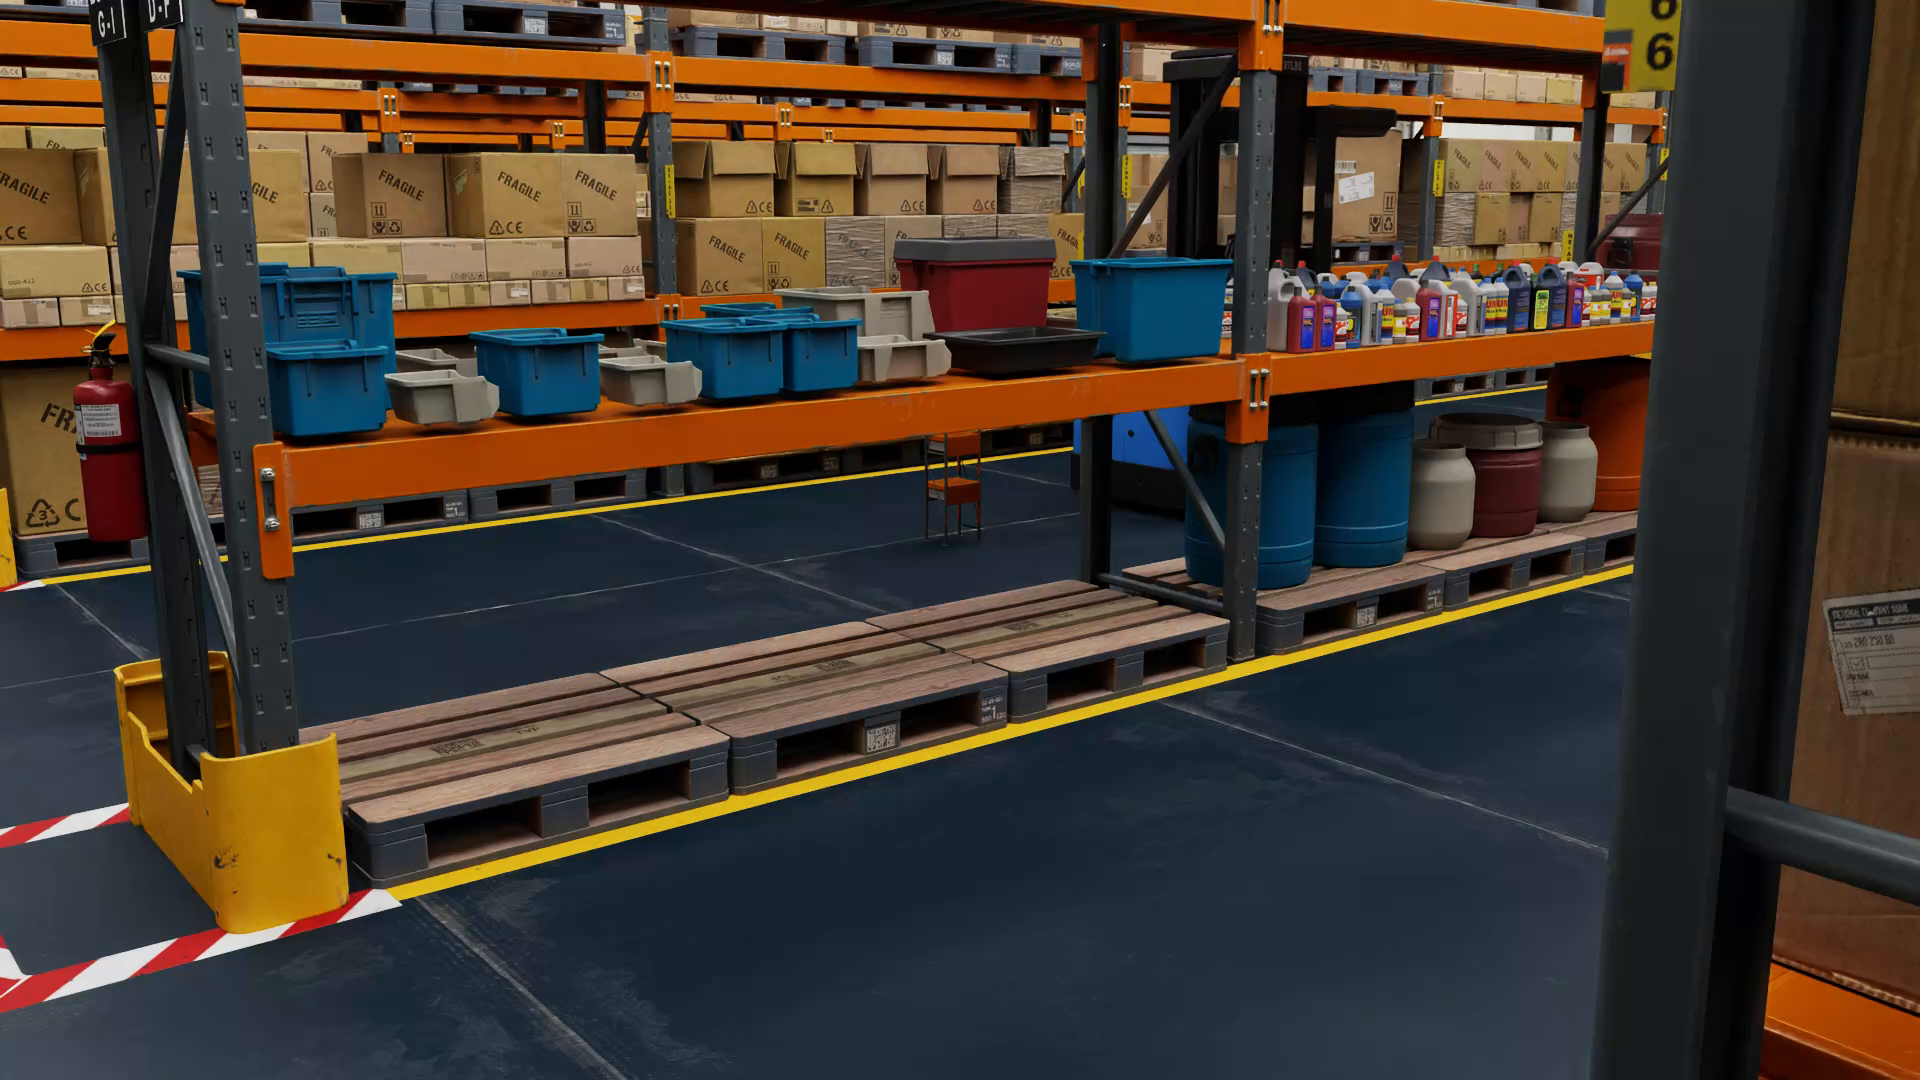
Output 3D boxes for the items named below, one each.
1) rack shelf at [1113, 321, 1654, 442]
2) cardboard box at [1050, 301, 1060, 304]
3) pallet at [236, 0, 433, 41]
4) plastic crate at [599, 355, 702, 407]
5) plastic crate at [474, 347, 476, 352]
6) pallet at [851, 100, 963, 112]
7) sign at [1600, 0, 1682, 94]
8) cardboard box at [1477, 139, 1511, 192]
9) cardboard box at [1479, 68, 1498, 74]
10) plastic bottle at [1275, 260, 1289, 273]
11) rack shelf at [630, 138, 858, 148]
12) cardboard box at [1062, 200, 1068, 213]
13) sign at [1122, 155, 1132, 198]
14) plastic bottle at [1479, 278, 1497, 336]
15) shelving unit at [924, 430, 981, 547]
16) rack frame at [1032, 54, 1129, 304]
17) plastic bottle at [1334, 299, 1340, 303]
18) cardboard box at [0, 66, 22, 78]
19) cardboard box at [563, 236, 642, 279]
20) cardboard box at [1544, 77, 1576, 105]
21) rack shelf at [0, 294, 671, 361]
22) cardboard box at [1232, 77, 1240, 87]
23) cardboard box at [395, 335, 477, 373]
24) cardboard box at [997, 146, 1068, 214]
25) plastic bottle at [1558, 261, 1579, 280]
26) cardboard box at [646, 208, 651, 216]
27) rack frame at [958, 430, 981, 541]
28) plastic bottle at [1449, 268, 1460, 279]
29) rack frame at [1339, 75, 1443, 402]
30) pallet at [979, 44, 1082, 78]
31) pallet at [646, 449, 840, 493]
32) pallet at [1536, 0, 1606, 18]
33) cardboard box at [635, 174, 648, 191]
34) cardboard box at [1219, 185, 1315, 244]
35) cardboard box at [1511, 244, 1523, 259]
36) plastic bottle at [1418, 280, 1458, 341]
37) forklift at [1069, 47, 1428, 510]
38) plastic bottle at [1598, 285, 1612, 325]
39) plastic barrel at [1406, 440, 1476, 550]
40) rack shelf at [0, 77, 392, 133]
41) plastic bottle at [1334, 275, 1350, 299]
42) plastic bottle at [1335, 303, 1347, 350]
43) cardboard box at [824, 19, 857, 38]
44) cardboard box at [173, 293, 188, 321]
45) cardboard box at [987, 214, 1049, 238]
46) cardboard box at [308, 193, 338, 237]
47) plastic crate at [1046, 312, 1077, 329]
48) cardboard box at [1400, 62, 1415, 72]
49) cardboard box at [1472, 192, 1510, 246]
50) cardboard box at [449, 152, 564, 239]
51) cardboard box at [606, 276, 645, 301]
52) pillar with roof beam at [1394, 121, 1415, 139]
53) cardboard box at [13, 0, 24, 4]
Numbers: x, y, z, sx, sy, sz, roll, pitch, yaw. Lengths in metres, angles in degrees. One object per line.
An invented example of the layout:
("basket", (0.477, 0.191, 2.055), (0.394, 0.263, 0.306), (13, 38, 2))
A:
("rack shelf", (2.479, -0.932, 8.528), (4.000, 0.370, 1.077), (-9, 15, -38))
("cardboard box", (0.621, -2.693, 19.495), (0.750, 0.750, 1.050), (-10, 15, -38))
("pallet", (-3.775, -2.990, 9.479), (1.213, 0.211, 1.003), (-9, 15, -38))
("plastic crate", (-0.976, -0.501, 5.255), (0.298, 0.136, 0.250), (-9, 15, -38))
("plastic crate", (-1.448, -0.576, 5.611), (0.243, 0.136, 0.396), (-9, 15, -38))
("pallet", (-0.732, -4.777, 18.137), (1.213, 0.211, 1.003), (-9, 15, -35))
("sign", (0.554, -0.515, 1.284), (0.005, 0.325, 0.100), (-9, 15, -38))
("cardboard box", (4.969, -3.632, 16.145), (0.500, 0.500, 0.500), (-9, 15, -38))
("cardboard box", (4.907, -4.524, 15.894), (0.250, 0.149, 0.380), (-9, 15, -37))
("plastic bottle", (1.575, -1.197, 8.161), (0.185, 0.351, 0.144), (-9, 15, -38))
("rack shelf", (-3.663, -6.653, 28.247), (4.000, 0.370, 1.077), (-9, 15, -38))
("cardboard box", (1.331, -3.806, 19.972), (0.550, 0.550, 0.875), (-9, 15, -38))
("sign", (1.295, -2.823, 12.916), (0.005, 0.325, 0.100), (-9, 15, -38))
("plastic bottle", (2.528, -1.120, 7.994), (0.097, 0.271, 0.097), (0, 12, 0))
("shelving unit", (-0.042, -0.507, 9.487), (0.252, 1.050, 0.215), (-9, 15, -38))
("rack frame", (0.946, -2.347, 13.459), (0.127, 3.000, 1.000), (-9, 15, -38))
("plastic bottle", (1.710, -0.991, 7.551), (0.097, 0.201, 0.097), (0, 12, 0))
("cardboard box", (-7.396, -3.605, 12.522), (0.500, 0.250, 0.500), (-9, 15, -36))
("cardboard box", (-2.358, -1.800, 10.529), (0.500, 0.250, 0.500), (-10, 15, -39))
("cardboard box", (5.792, -4.478, 16.637), (0.500, 0.250, 0.500), (-10, 15, -39))
("rack shelf", (-3.739, -1.216, 9.867), (4.000, 0.370, 1.077), (-9, 15, -38))
("cardboard box", (2.269, -3.895, 13.890), (0.500, 0.250, 0.500), (-9, 15, -36))
("cardboard box", (-3.445, -0.804, 10.299), (0.875, 0.875, 0.875), (-9, 15, -38))
("cardboard box", (0.365, -2.794, 12.910), (0.637, 0.503, 0.797), (-9, 15, -36))
("plastic bottle", (3.501, -1.479, 9.671), (0.135, 0.276, 0.152), (-9, 15, -38))
("cardboard box", (-2.977, -3.121, 15.981), (0.250, 0.149, 0.380), (-10, 15, -38))
("rack frame", (0.053, -0.522, 9.562), (0.008, 1.050, 0.200), (-9, 15, -38))
("plastic bottle", (2.671, -1.346, 9.057), (0.097, 0.271, 0.097), (0, 12, 0))
("rack frame", (4.070, -2.866, 15.903), (0.127, 3.000, 1.000), (-9, 15, -38))
("pallet", (0.477, -3.629, 12.733), (1.003, 0.211, 1.213), (-9, 15, -35))
("pallet", (-1.622, -0.576, 11.833), (1.213, 0.211, 1.003), (-9, 15, -38))
("pallet", (3.382, -2.835, 8.991), (1.213, 0.211, 1.003), (-9, 15, -38))
("cardboard box", (-4.346, -4.443, 21.365), (0.500, 0.500, 0.500), (-8, 15, -35))
("cardboard box", (2.774, -2.882, 14.719), (0.637, 0.503, 0.797), (-8, 14, -32))
("cardboard box", (5.386, -2.888, 16.613), (0.250, 0.149, 0.380), (-9, 15, -38))
("plastic bottle", (2.239, -1.082, 7.802), (0.135, 0.276, 0.152), (-9, 15, -38))
("forklift", (2.159, -1.822, 11.151), (3.031, 2.935, 1.130), (-10, 16, -40))
("plastic bottle", (3.329, -1.219, 8.628), (0.097, 0.201, 0.097), (0, 12, 0))
("plastic barrel", (2.402, -0.231, 8.475), (0.421, 0.512, 0.421), (0, 12, 0))
("rack shelf", (-6.759, -3.501, 13.406), (4.000, 0.370, 1.077), (-9, 15, -38))
("plastic bottle", (1.899, -1.177, 8.262), (0.097, 0.271, 0.097), (0, 12, 0))
("plastic bottle", (1.653, -0.941, 7.316), (0.097, 0.201, 0.097), (0, 12, 0))
("cardboard box", (-0.921, -3.546, 11.481), (0.250, 0.149, 0.380), (-10, 16, -40))
("cardboard box", (-4.215, -1.279, 9.036), (0.250, 0.149, 0.380), (-10, 15, -39))
("cardboard box", (0.323, -2.228, 12.657), (0.500, 0.500, 0.500), (-10, 15, -38))
("cardboard box", (-5.398, -2.731, 14.312), (0.500, 0.500, 0.500), (-9, 15, -38))
("plastic crate", (0.464, -0.887, 7.077), (0.243, 0.136, 0.396), (-9, 15, -38))
("cardboard box", (4.143, -4.544, 15.985), (0.250, 0.149, 0.380), (-9, 15, -36))
("cardboard box", (4.872, -3.168, 16.368), (0.500, 0.500, 0.875), (-9, 15, -38))
("cardboard box", (-2.763, -2.099, 10.133), (0.500, 0.500, 0.500), (-9, 15, -37))
("cardboard box", (-2.211, -1.612, 10.604), (0.250, 0.149, 0.380), (-9, 15, -37))
("pillar with roof beam", (13.537, -10.425, 37.057), (0.548, 9.000, 9.100), (-9, 15, -38))
("cardboard box", (-7.132, -4.100, 12.693), (0.250, 0.149, 0.380), (-9, 15, -36))
